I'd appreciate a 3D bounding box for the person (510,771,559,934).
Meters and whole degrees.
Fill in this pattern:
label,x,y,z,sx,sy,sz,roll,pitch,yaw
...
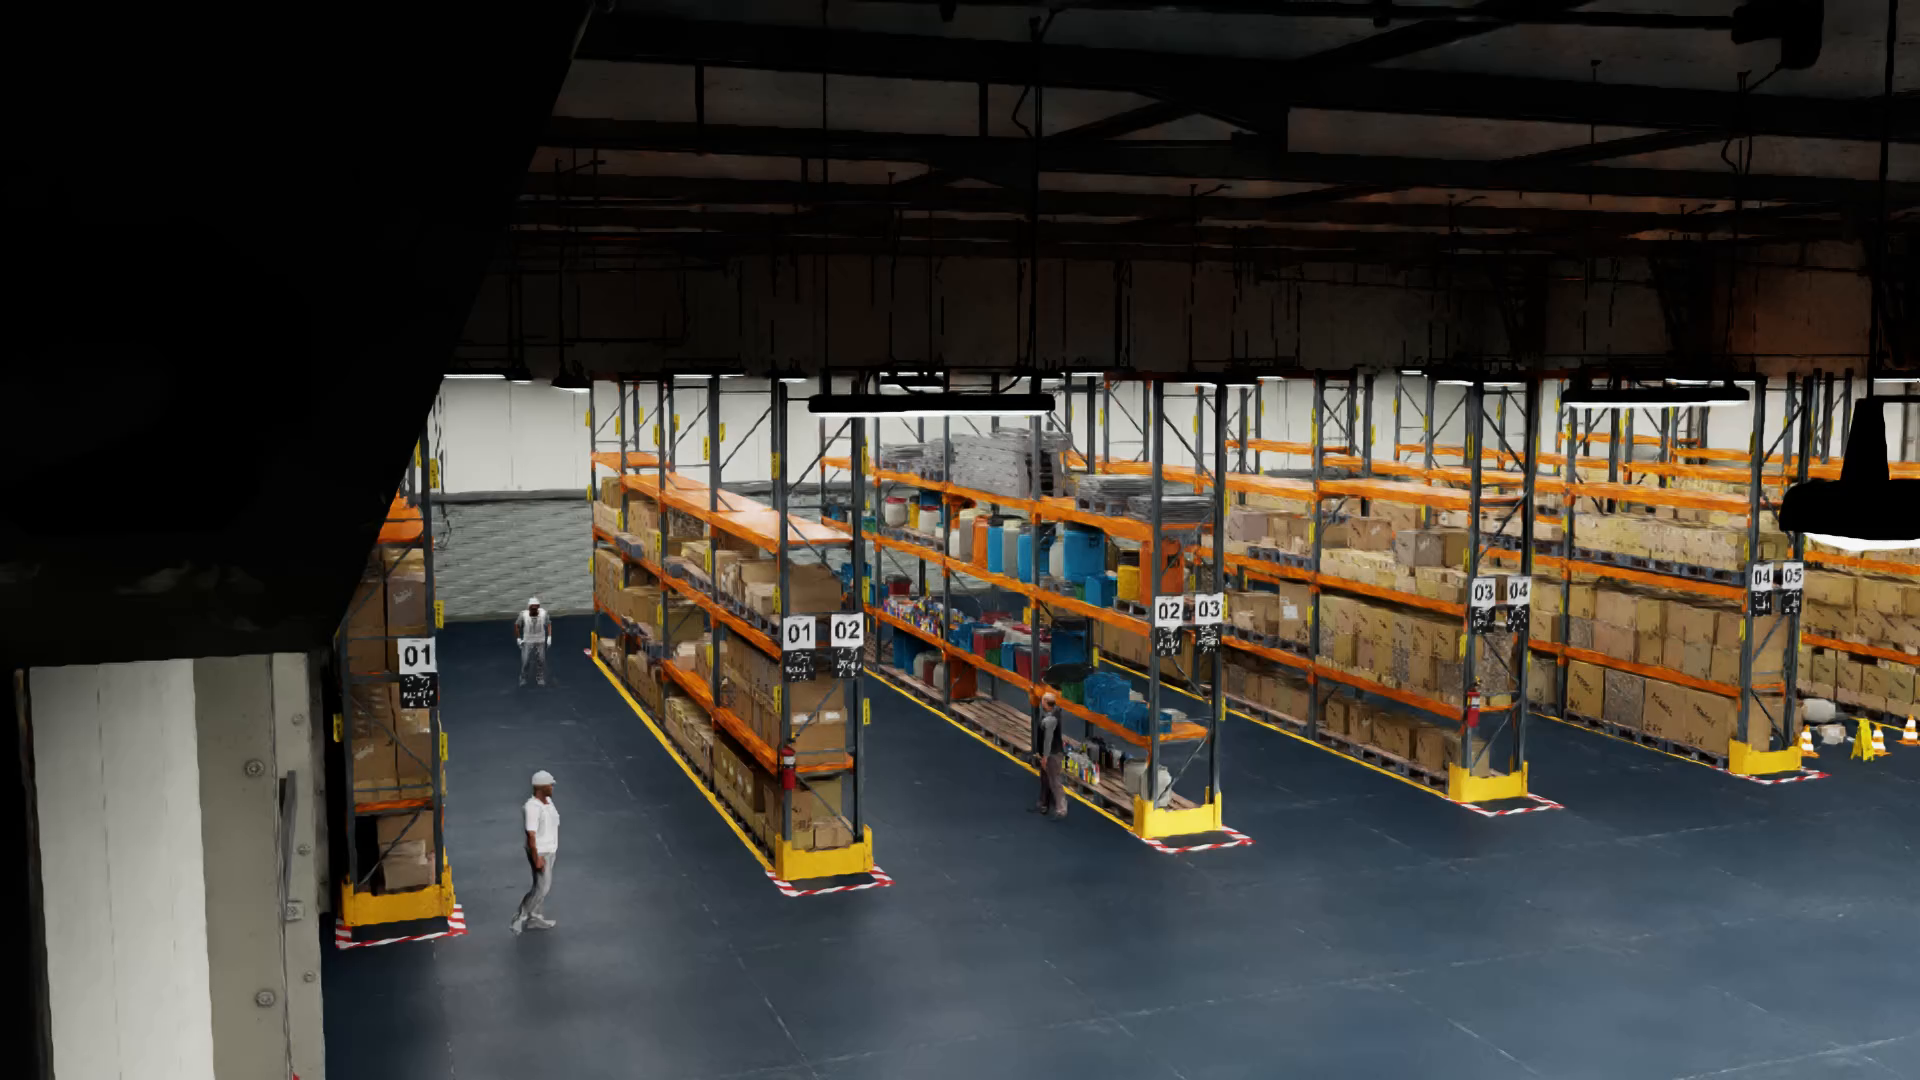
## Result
label,x,y,z,sx,sy,sz,roll,pitch,yaw
person,-4.661,3.415,18.224,0.465,1.761,0.722,1,6,7

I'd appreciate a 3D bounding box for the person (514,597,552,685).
label,x,y,z,sx,sy,sz,roll,pitch,yaw
person,-8.143,1.936,31.761,0.702,1.735,0.549,-2,7,-21

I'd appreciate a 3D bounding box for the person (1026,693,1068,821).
label,x,y,z,sx,sy,sz,roll,pitch,yaw
person,1.192,2.930,22.736,0.581,1.718,0.641,0,6,4

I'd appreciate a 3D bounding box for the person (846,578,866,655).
label,x,y,z,sx,sy,sz,roll,pitch,yaw
person,-2.227,1.629,34.077,0.613,1.767,0.658,0,6,-1

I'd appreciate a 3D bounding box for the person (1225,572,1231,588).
label,x,y,z,sx,sy,sz,roll,pitch,yaw
person,7.219,0.480,45.293,0.529,1.585,0.460,5,8,38
